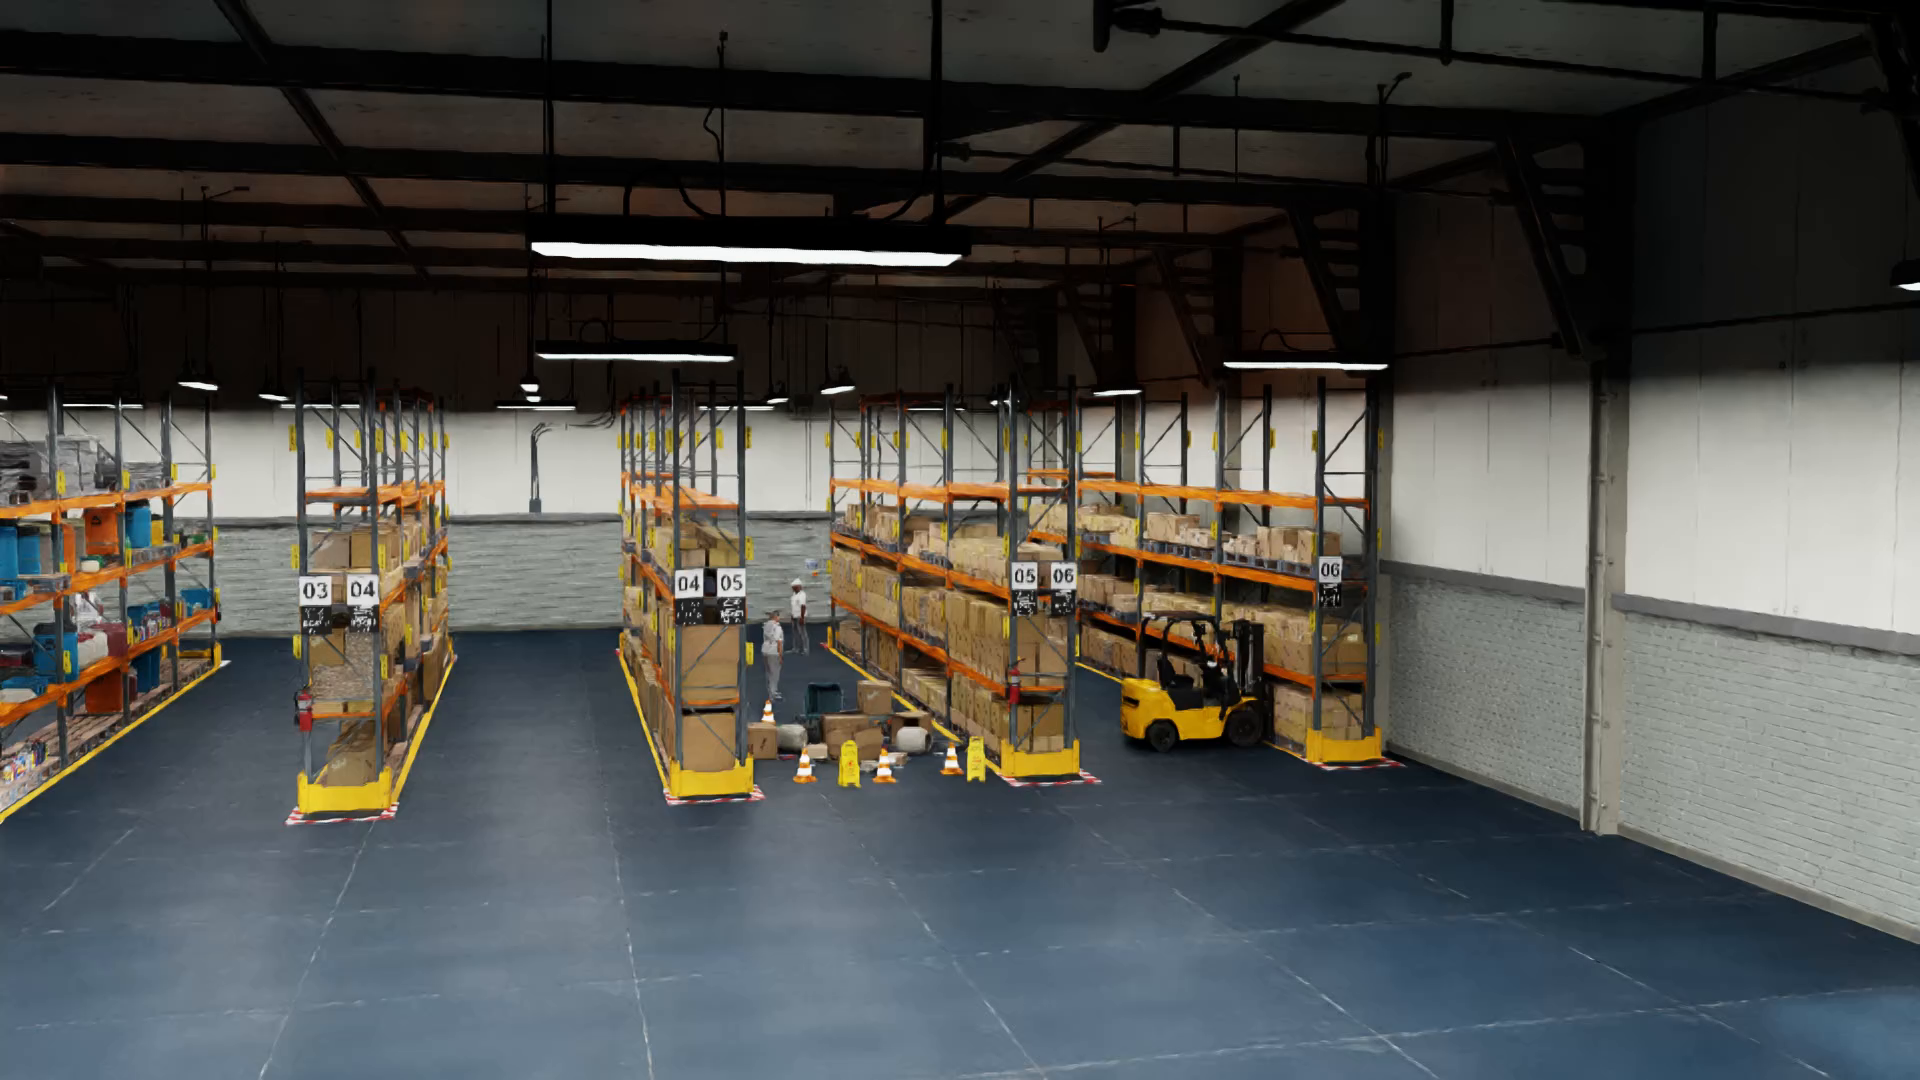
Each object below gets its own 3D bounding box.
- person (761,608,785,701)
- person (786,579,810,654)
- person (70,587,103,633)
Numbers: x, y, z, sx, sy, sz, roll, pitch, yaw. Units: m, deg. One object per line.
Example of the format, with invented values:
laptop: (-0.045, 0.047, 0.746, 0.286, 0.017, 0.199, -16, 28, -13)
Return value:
person: (-3.565, 2.193, 32.054, 0.489, 1.763, 0.620, -3, 4, -39)
person: (-3.789, 1.790, 38.928, 0.489, 1.767, 0.658, -1, 4, -21)
person: (-20.253, 1.844, 38.547, 0.702, 1.735, 0.549, -1, 4, -16)
